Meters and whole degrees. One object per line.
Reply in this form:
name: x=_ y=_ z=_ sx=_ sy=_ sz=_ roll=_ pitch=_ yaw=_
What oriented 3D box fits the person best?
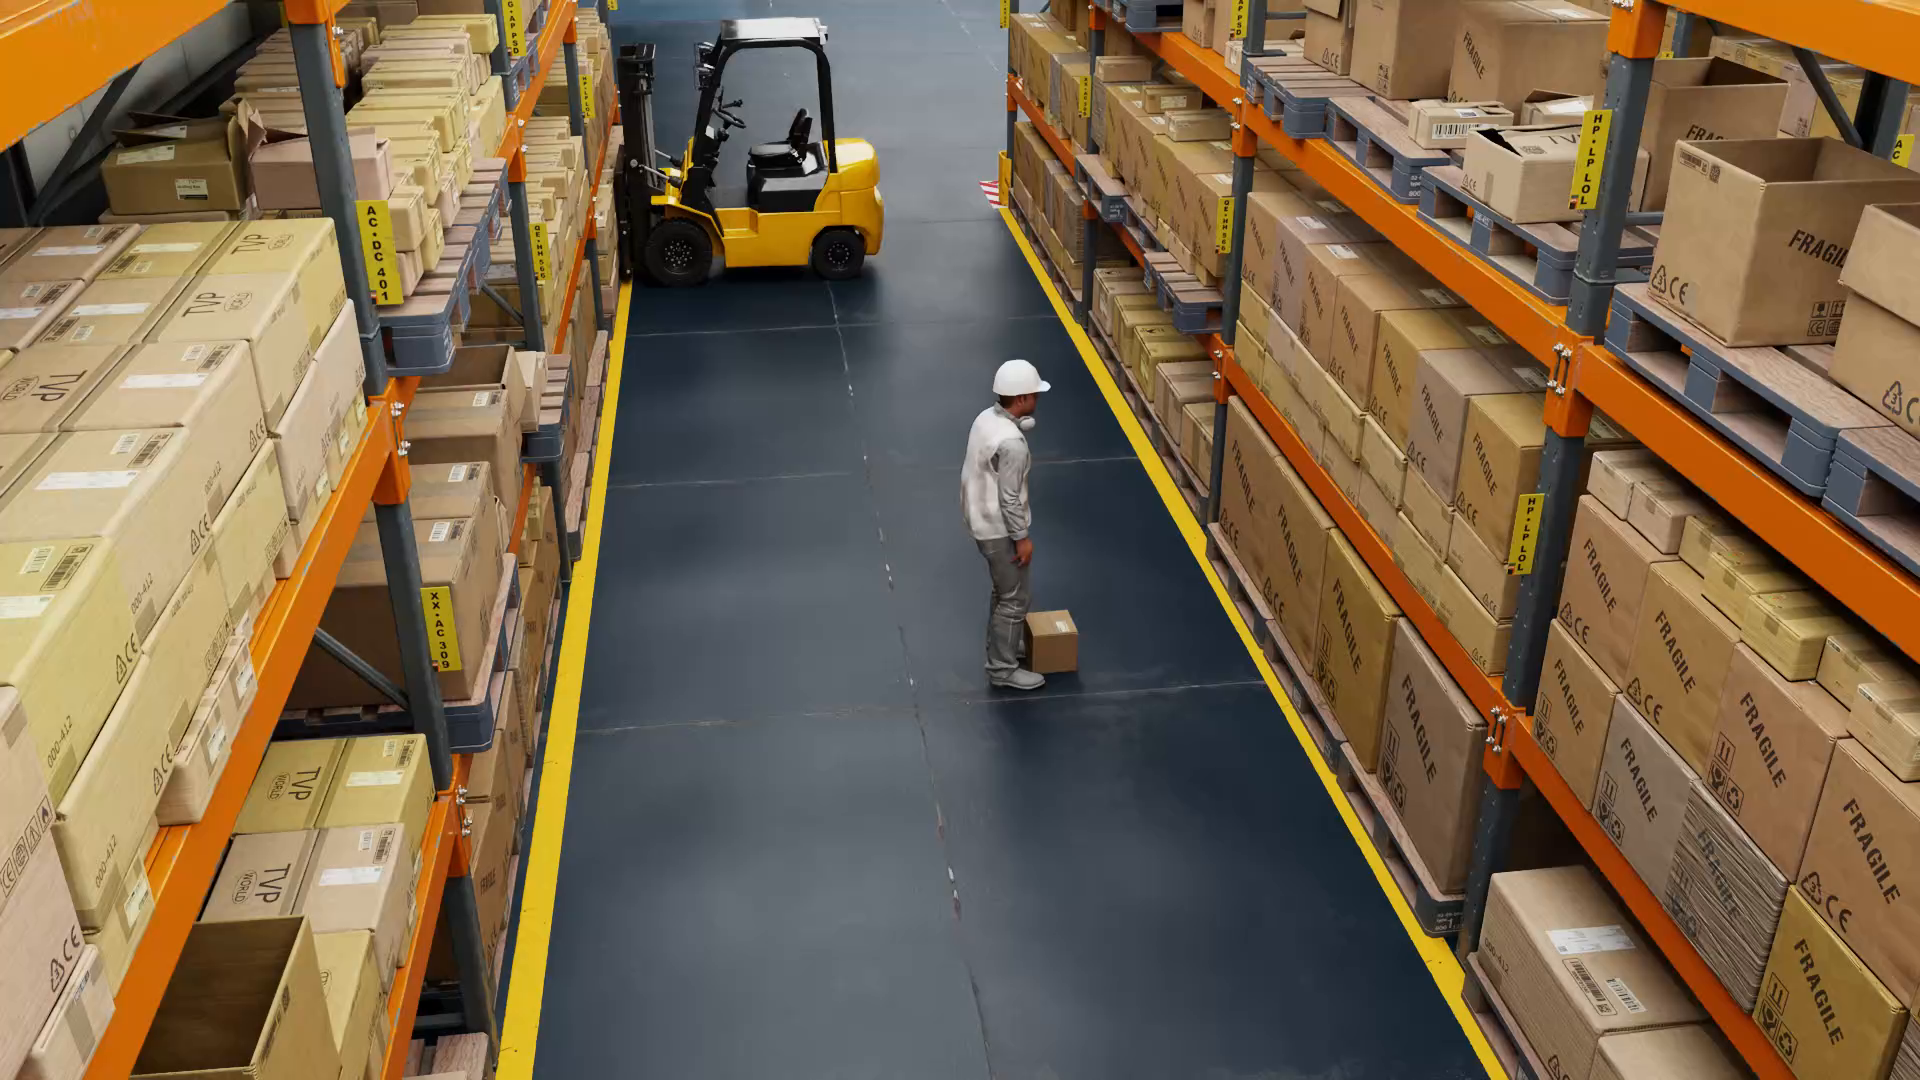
person: x=0.244 y=-0.099 z=8.784 sx=0.470 sy=1.769 sz=0.594 roll=-5 pitch=27 yaw=-10
